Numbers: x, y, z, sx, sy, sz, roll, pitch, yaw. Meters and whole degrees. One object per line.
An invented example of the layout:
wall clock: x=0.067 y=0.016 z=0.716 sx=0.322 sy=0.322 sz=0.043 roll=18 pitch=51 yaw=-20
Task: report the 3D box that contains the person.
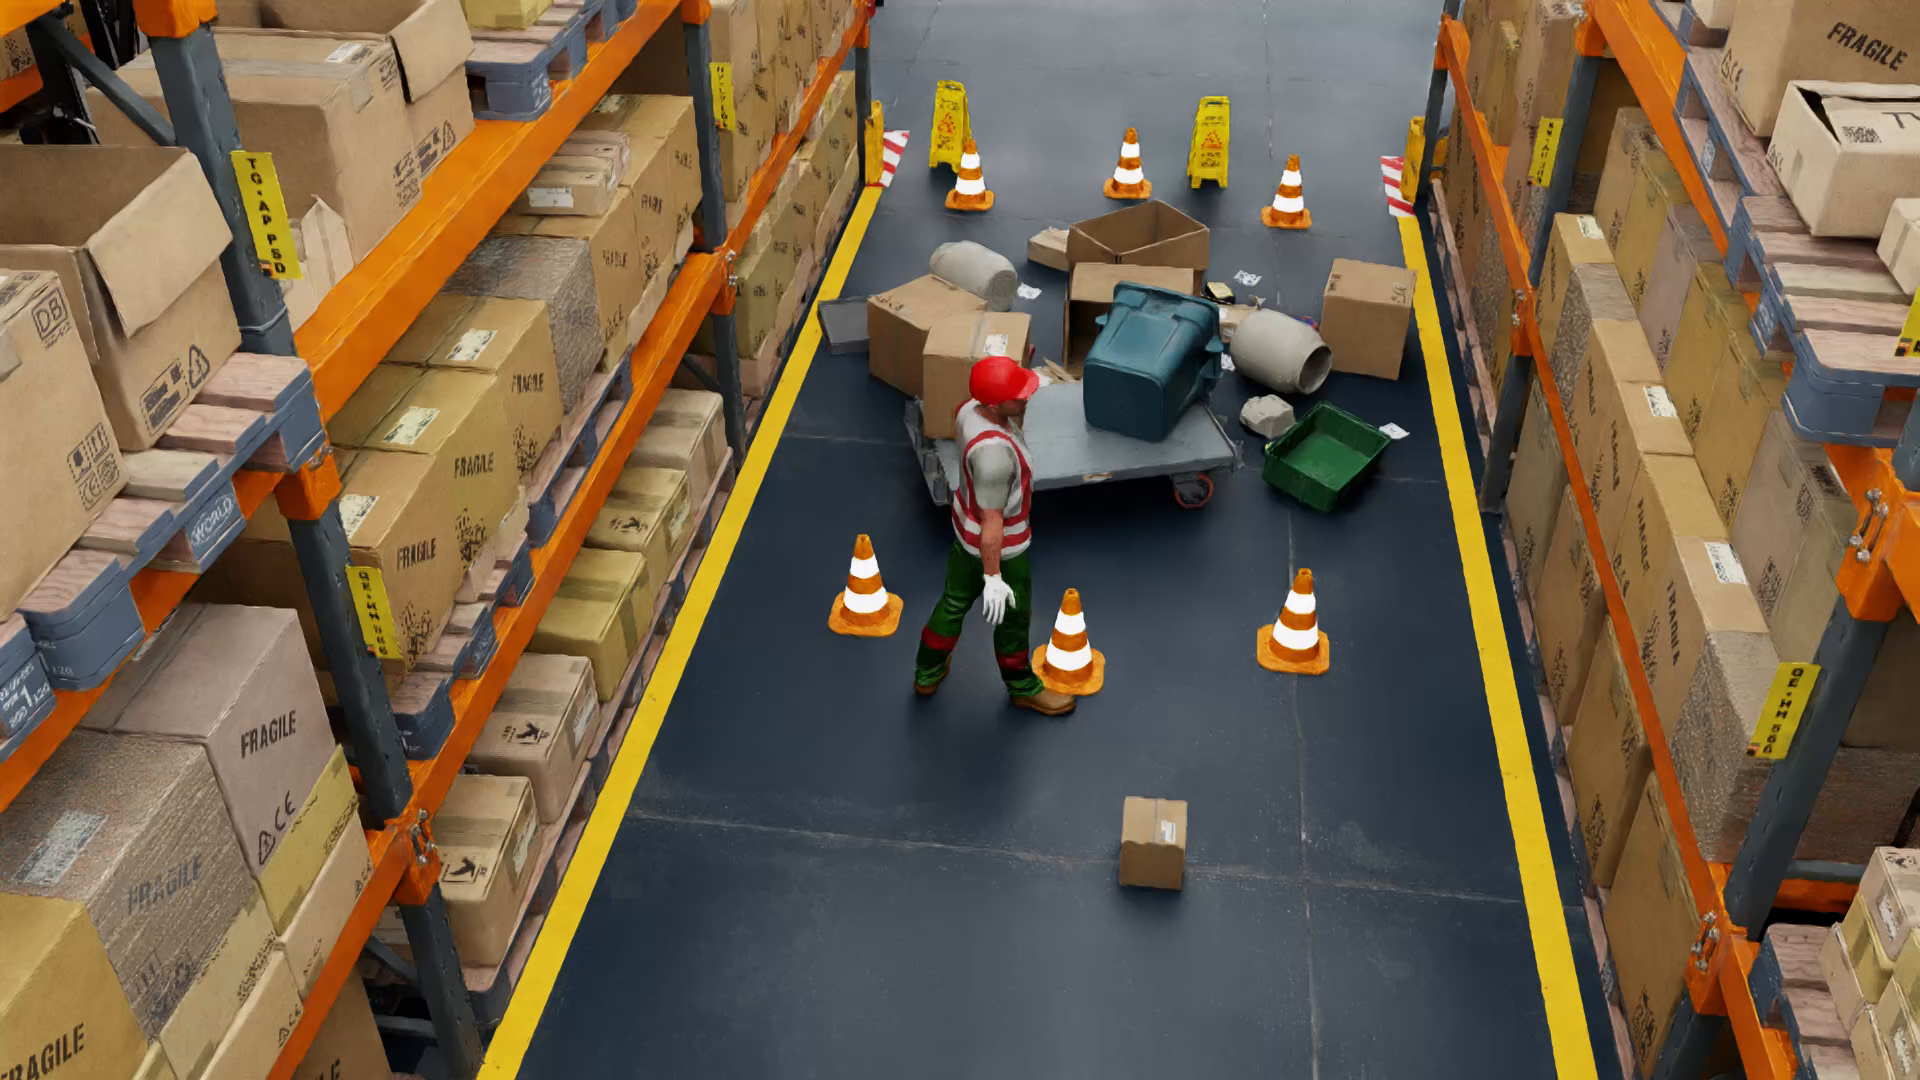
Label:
person: x=0.155 y=0.016 z=6.999 sx=0.680 sy=1.783 sz=0.741 roll=-8 pitch=37 yaw=-11
